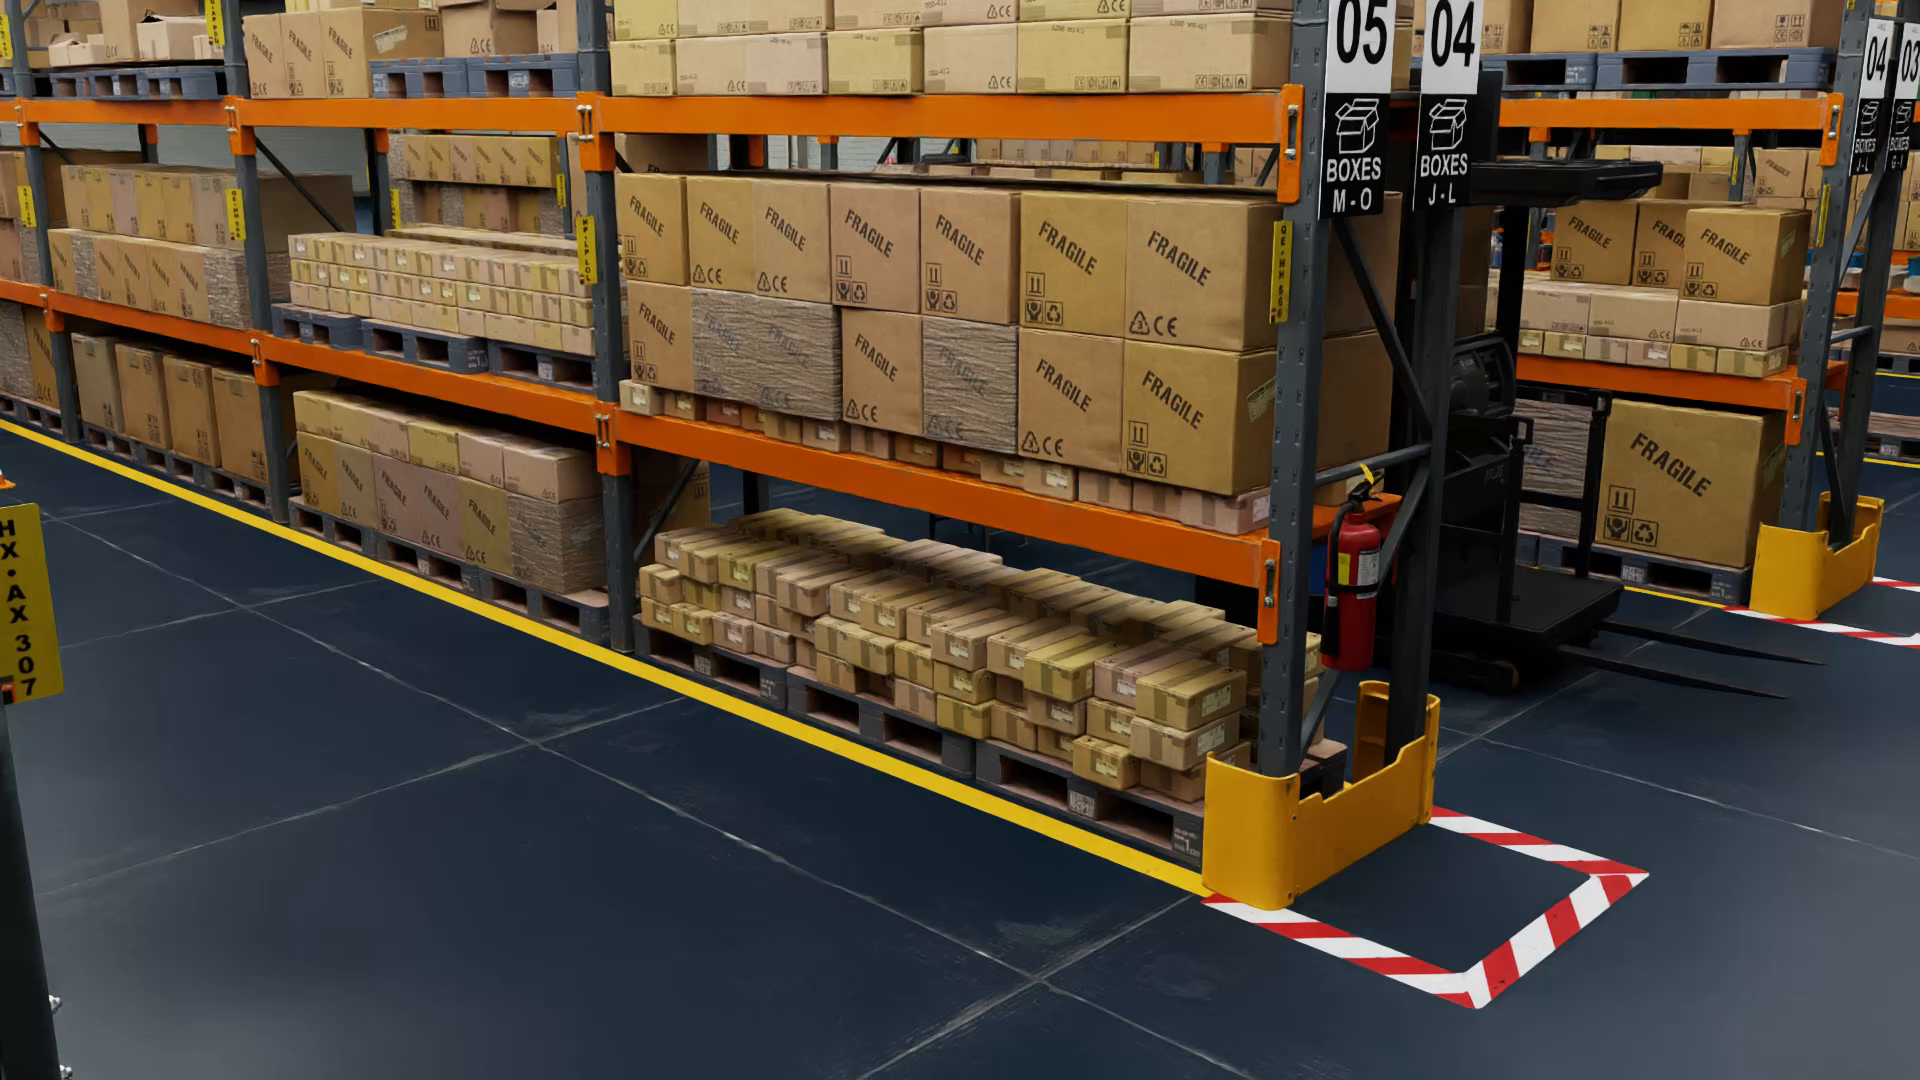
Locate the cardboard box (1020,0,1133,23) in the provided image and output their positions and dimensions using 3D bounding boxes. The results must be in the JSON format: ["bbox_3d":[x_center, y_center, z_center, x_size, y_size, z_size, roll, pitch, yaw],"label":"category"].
[{"bbox_3d":[0.565,-1.998,6.009,0.500,0.250,0.500,13,19,41],"label":"cardboard box"}]

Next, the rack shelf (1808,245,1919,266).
[{"bbox_3d":[10.397,-2.936,17.676,4.000,0.370,1.077,14,20,42],"label":"rack shelf"}]

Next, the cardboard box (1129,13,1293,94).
[{"bbox_3d":[0.931,-1.664,5.718,0.500,0.250,0.500,13,20,41],"label":"cardboard box"}]

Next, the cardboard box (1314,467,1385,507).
[{"bbox_3d":[1.437,-0.248,6.434,0.250,0.149,0.380,13,20,42],"label":"cardboard box"}]

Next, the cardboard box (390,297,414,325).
[{"bbox_3d":[-3.179,-1.389,9.978,0.250,0.149,0.380,14,20,43],"label":"cardboard box"}]

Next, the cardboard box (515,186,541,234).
[{"bbox_3d":[-4.297,-3.613,18.059,0.500,0.500,0.875,14,20,42],"label":"cardboard box"}]

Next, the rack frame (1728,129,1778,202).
[{"bbox_3d":[8.957,-3.634,18.929,0.127,3.000,1.000,14,20,42],"label":"rack frame"}]

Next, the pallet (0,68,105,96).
[{"bbox_3d":[-7.778,-3.907,14.206,1.213,0.211,1.003,14,20,42],"label":"pallet"}]

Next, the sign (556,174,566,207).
[{"bbox_3d":[-4.052,-3.555,16.911,0.005,0.325,0.100,14,20,42],"label":"sign"}]

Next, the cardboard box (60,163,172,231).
[{"bbox_3d":[-6.835,-2.800,13.548,0.500,0.500,0.700,13,20,41],"label":"cardboard box"}]

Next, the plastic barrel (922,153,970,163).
[{"bbox_3d":[-0.175,-4.255,20.320,0.708,0.901,0.600,14,20,42],"label":"plastic barrel"}]

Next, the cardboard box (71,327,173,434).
[{"bbox_3d":[-6.687,-1.376,13.893,0.750,0.750,1.050,14,20,42],"label":"cardboard box"}]

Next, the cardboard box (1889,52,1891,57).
[{"bbox_3d":[9.848,-4.948,17.328,0.500,0.250,0.500,14,20,42],"label":"cardboard box"}]

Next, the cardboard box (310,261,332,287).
[{"bbox_3d":[-3.911,-1.711,10.626,0.380,0.149,0.250,-13,20,-42],"label":"cardboard box"}]

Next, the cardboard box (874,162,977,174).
[{"bbox_3d":[-0.286,-2.939,14.075,0.797,0.503,0.637,-14,20,-42],"label":"cardboard box"}]

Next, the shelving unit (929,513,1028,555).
[{"bbox_3d":[0.119,-0.987,10.556,0.503,2.100,0.431,14,20,42],"label":"shelving unit"}]

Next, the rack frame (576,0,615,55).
[{"bbox_3d":[-1.437,-3.857,7.887,0.127,3.000,1.000,14,20,42],"label":"rack frame"}]

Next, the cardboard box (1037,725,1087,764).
[{"bbox_3d":[0.533,0.780,6.811,0.250,0.149,0.380,14,20,42],"label":"cardboard box"}]

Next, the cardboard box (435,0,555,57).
[{"bbox_3d":[-2.458,-2.953,9.328,0.637,0.503,0.797,13,20,41],"label":"cardboard box"}]

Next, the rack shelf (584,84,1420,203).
[{"bbox_3d":[0.003,-1.707,7.012,4.000,0.370,1.077,14,20,42],"label":"rack shelf"}]

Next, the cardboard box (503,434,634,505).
[{"bbox_3d":[-2.149,-0.395,9.135,0.500,0.250,0.500,13,19,41],"label":"cardboard box"}]

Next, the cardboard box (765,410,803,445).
[{"bbox_3d":[-0.667,-0.550,7.590,0.380,0.149,0.250,-14,20,-43],"label":"cardboard box"}]

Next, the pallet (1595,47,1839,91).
[{"bbox_3d":[4.416,-2.673,9.467,1.213,0.211,1.003,14,20,42],"label":"pallet"}]

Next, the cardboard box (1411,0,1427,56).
[{"bbox_3d":[3.067,-3.367,10.726,0.700,0.500,0.500,-13,20,-41],"label":"cardboard box"}]

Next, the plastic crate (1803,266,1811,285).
[{"bbox_3d":[7.041,-2.193,13.802,0.250,0.136,0.298,14,20,42],"label":"plastic crate"}]

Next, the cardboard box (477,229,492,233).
[{"bbox_3d":[-5.109,-3.364,18.393,0.250,0.149,0.380,14,20,42],"label":"cardboard box"}]

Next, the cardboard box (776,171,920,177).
[{"bbox_3d":[-0.535,-1.507,7.996,0.500,0.500,0.500,13,19,40],"label":"cardboard box"}]

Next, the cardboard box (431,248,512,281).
[{"bbox_3d":[-2.799,-1.586,9.556,0.250,0.149,0.380,13,19,40],"label":"cardboard box"}]

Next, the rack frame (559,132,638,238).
[{"bbox_3d":[-3.681,-3.236,17.404,0.127,3.000,1.000,14,20,42],"label":"rack frame"}]

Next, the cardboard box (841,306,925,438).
[{"bbox_3d":[-0.151,-0.745,7.054,0.500,0.500,0.500,-13,20,-41],"label":"cardboard box"}]

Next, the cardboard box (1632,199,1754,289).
[{"bbox_3d":[4.440,-1.791,10.077,0.500,0.500,0.500,13,19,41],"label":"cardboard box"}]

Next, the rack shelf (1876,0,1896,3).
[{"bbox_3d":[10.953,-7.245,23.110,4.000,0.370,1.077,14,20,42],"label":"rack shelf"}]

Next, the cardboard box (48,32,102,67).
[{"bbox_3d":[-6.935,-3.841,13.010,0.396,0.266,0.258,13,20,41],"label":"cardboard box"}]

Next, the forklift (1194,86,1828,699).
[{"bbox_3d":[2.737,-0.786,8.263,3.031,2.867,1.129,12,19,39],"label":"forklift"}]

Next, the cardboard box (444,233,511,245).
[{"bbox_3d":[-3.083,-1.884,10.701,0.380,0.149,0.250,-14,20,-43],"label":"cardboard box"}]

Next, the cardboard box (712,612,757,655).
[{"bbox_3d":[-0.992,0.425,8.172,0.250,0.149,0.380,14,20,42],"label":"cardboard box"}]

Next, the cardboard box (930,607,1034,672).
[{"bbox_3d":[0.095,0.418,7.021,0.380,0.149,0.250,-14,20,-42],"label":"cardboard box"}]

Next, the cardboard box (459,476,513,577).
[{"bbox_3d":[-2.514,-0.121,9.572,0.500,0.500,0.500,13,19,41],"label":"cardboard box"}]

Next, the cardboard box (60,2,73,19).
[{"bbox_3d":[-7.407,-4.491,14.156,0.250,0.149,0.380,13,20,42],"label":"cardboard box"}]

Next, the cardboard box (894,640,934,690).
[{"bbox_3d":[-0.064,0.511,7.253,0.380,0.149,0.250,-13,20,-41],"label":"cardboard box"}]

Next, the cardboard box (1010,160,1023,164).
[{"bbox_3d":[1.002,-5.854,25.966,0.250,0.149,0.380,13,20,41],"label":"cardboard box"}]

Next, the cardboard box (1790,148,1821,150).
[{"bbox_3d":[9.501,-4.124,18.631,0.500,0.500,0.500,14,20,42],"label":"cardboard box"}]

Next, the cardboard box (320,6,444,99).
[{"bbox_3d":[-3.362,-2.833,9.707,0.500,0.500,0.500,14,20,42],"label":"cardboard box"}]

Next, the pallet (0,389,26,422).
[{"bbox_3d":[-8.572,-1.365,15.753,1.213,0.211,1.003,14,20,42],"label":"pallet"}]

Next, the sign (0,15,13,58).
[{"bbox_3d":[-7.580,-3.993,13.175,0.005,0.325,0.100,14,20,42],"label":"sign"}]

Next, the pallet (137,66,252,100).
[{"bbox_3d":[-4.817,-3.117,11.371,1.213,0.211,1.003,-13,20,-42],"label":"pallet"}]

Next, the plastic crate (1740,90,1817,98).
[{"bbox_3d":[6.736,-3.676,13.664,0.530,0.136,0.437,14,20,42],"label":"plastic crate"}]

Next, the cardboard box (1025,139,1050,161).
[{"bbox_3d":[1.429,-6.138,25.767,0.500,0.500,0.700,14,20,42],"label":"cardboard box"}]

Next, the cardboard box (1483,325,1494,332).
[{"bbox_3d":[3.373,-1.285,10.412,0.380,0.149,0.250,-14,20,-43],"label":"cardboard box"}]

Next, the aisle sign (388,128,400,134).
[{"bbox_3d":[-6.813,-5.151,19.595,0.004,0.787,0.394,14,20,42],"label":"aisle sign"}]

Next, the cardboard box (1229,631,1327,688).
[{"bbox_3d":[1.301,0.482,6.776,0.250,0.149,0.380,13,19,40],"label":"cardboard box"}]

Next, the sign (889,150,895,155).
[{"bbox_3d":[-1.543,-8.544,36.654,0.331,0.109,0.001,14,20,42],"label":"sign"}]

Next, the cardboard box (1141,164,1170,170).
[{"bbox_3d":[2.853,-5.405,24.241,0.250,0.149,0.380,14,20,42],"label":"cardboard box"}]

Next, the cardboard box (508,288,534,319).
[{"bbox_3d":[-2.228,-1.303,9.059,0.380,0.149,0.250,-13,20,-42],"label":"cardboard box"}]

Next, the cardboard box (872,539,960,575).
[{"bbox_3d":[-0.213,0.120,8.164,0.250,0.149,0.380,12,19,40],"label":"cardboard box"}]
